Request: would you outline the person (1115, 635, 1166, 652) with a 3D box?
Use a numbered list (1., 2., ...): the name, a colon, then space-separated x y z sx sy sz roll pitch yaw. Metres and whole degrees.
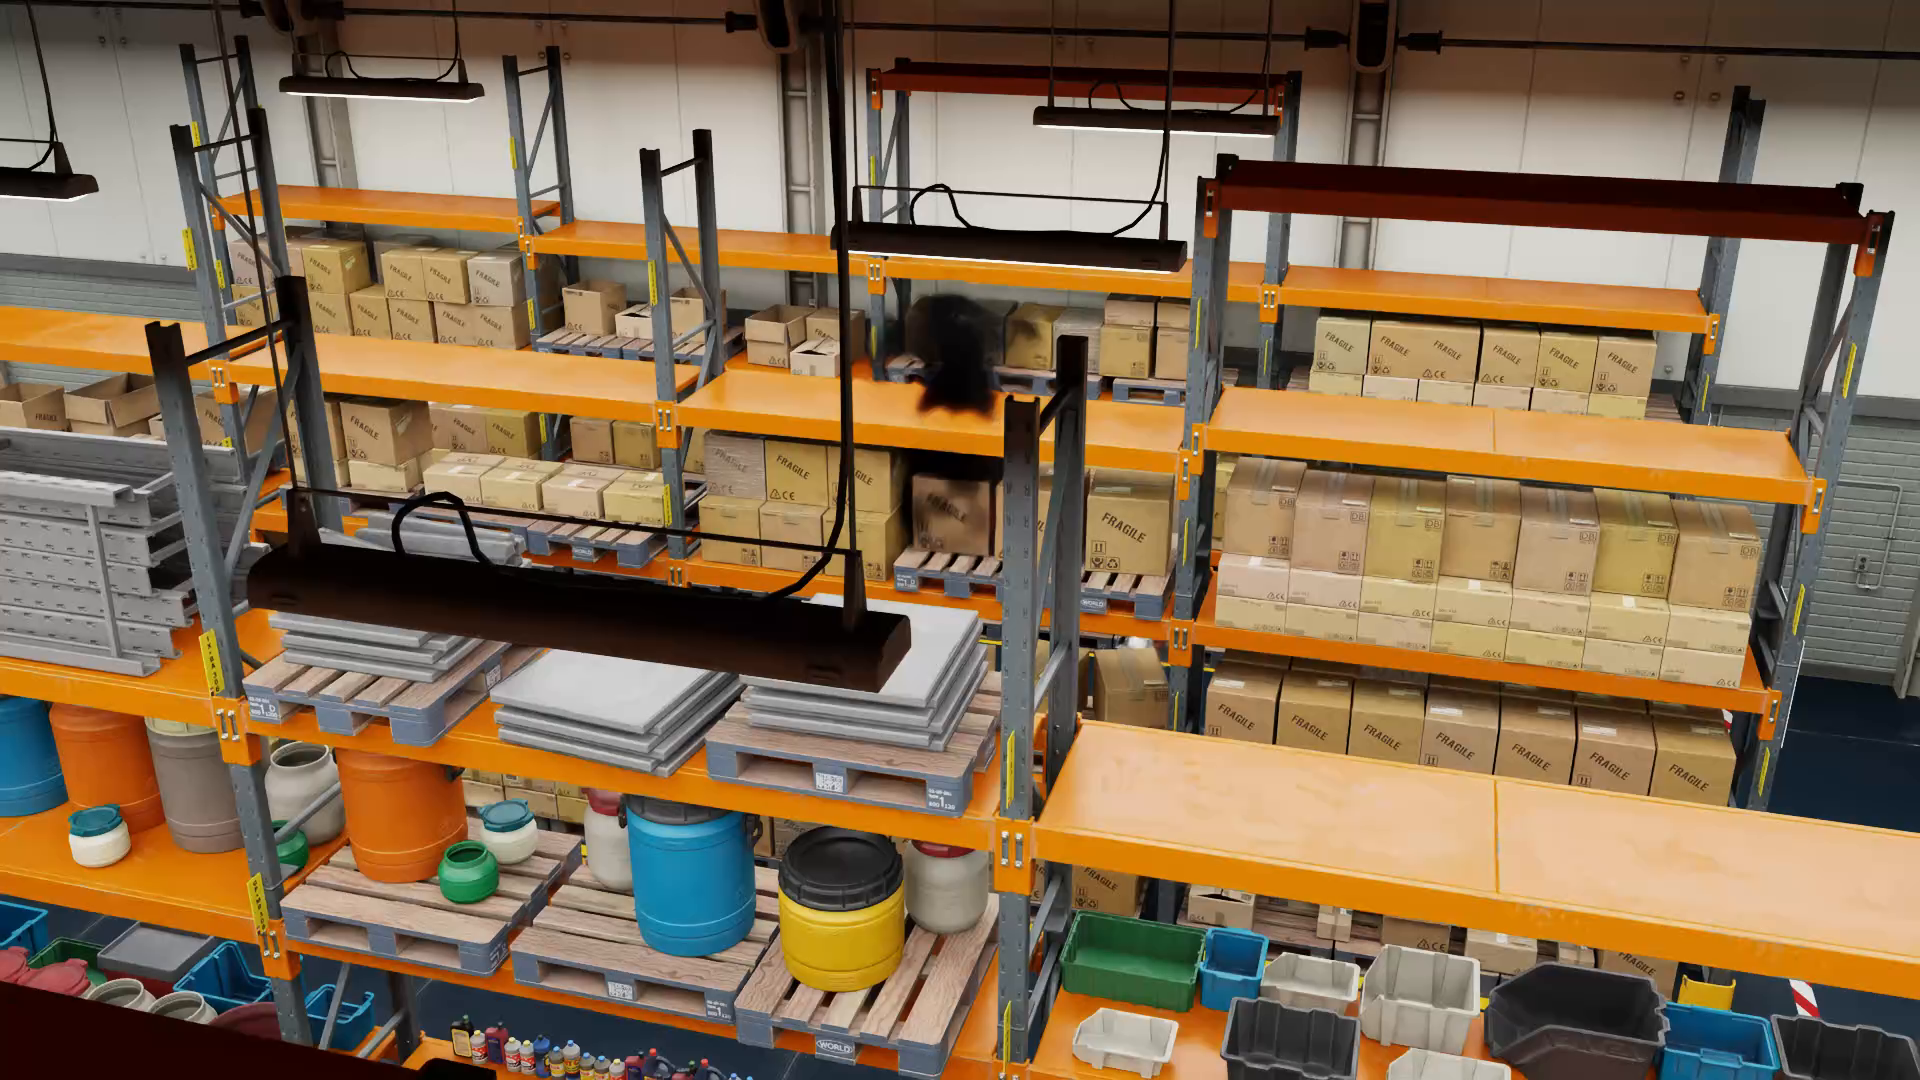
1. person: 1.563 1.283 15.389 0.653 1.755 0.653 6 23 13
